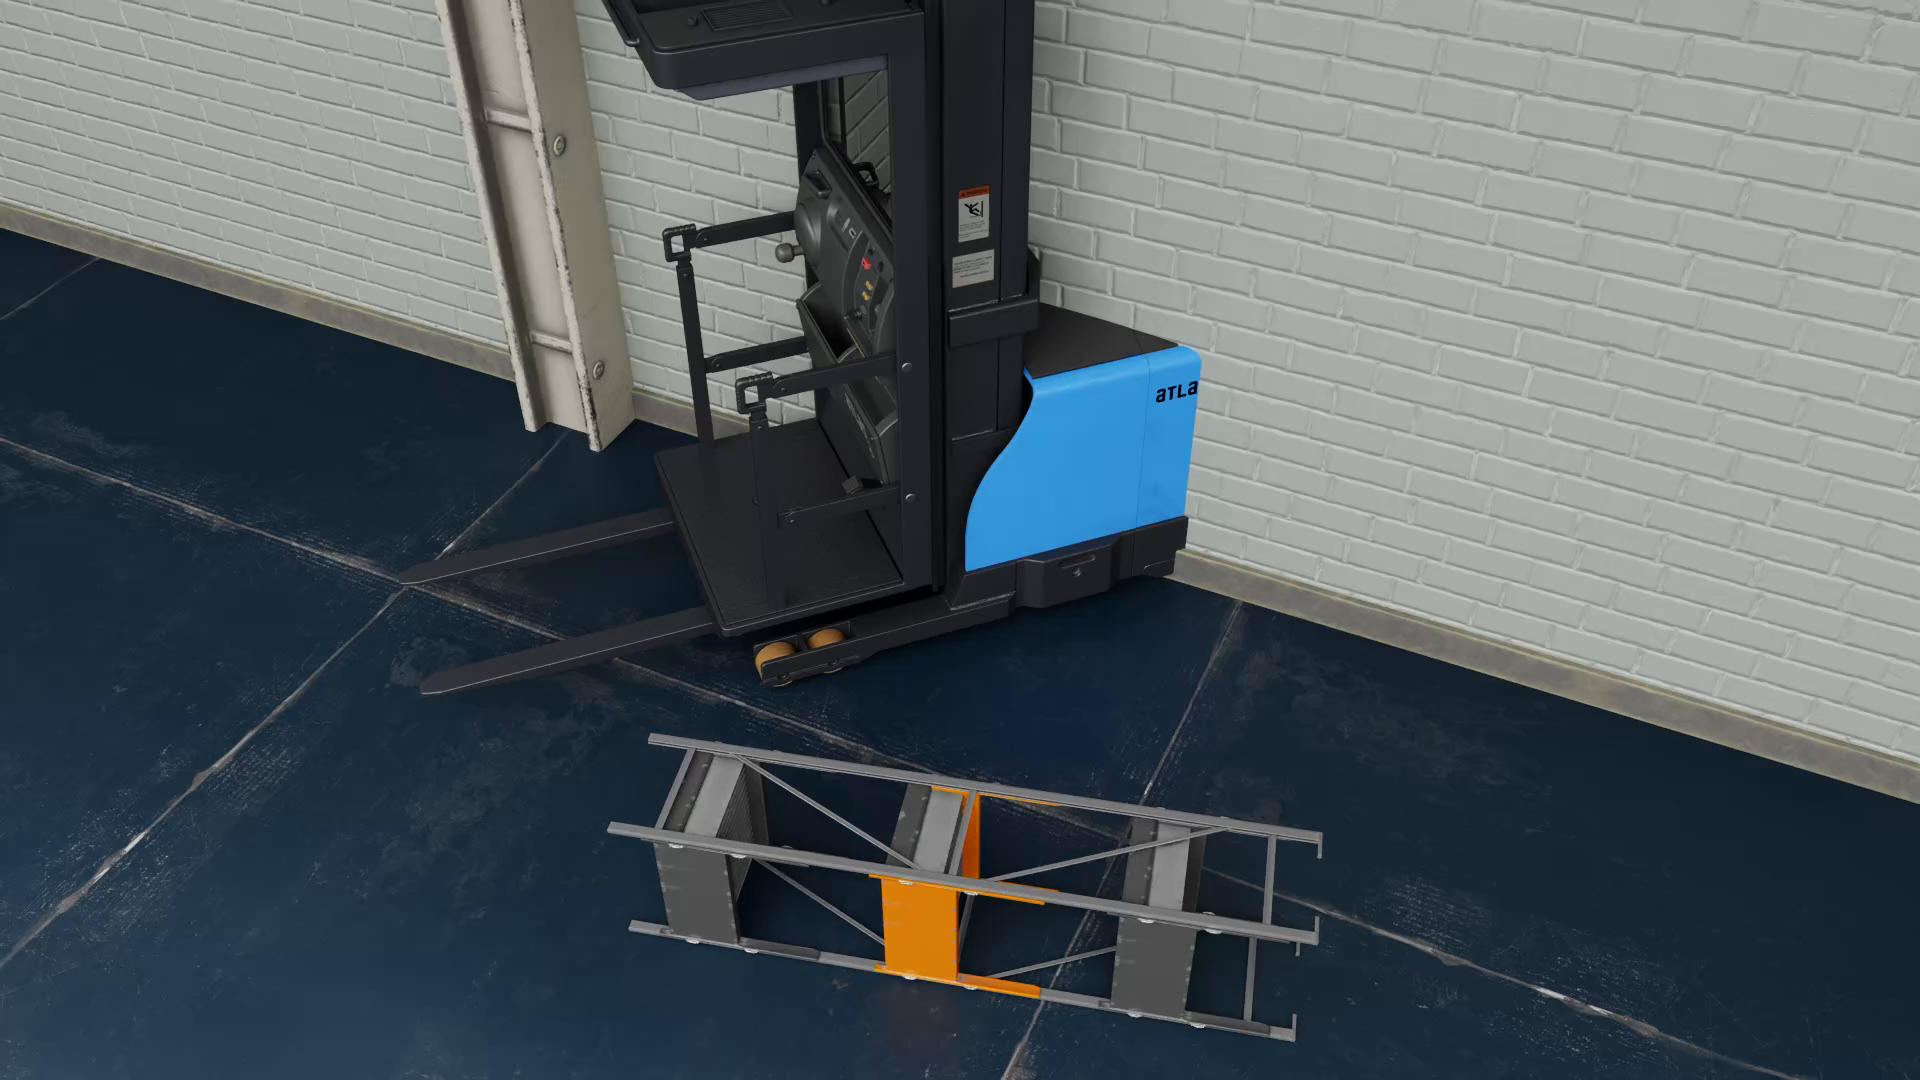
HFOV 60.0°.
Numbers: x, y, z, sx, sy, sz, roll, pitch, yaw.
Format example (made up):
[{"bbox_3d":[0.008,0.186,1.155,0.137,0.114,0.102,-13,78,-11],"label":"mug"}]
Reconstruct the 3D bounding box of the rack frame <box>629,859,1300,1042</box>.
[{"bbox_3d":[0.014,1.244,5.293,2.100,0.015,0.400,7,41,8],"label":"rack frame"}]

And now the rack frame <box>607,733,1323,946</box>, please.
[{"bbox_3d":[0.014,0.875,4.973,2.100,0.015,0.400,7,41,8],"label":"rack frame"}]

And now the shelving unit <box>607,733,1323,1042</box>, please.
[{"bbox_3d":[0.014,1.060,5.133,2.100,0.503,0.431,7,41,8],"label":"shelving unit"}]

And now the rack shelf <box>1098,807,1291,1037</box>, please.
[{"bbox_3d":[0.715,1.149,5.030,0.518,0.480,0.431,7,41,8],"label":"rack shelf"}]

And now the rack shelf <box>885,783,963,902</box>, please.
[{"bbox_3d":[-0.107,1.044,5.151,0.174,0.457,0.368,7,41,8],"label":"rack shelf"}]

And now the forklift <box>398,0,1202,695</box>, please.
[{"bbox_3d":[-0.583,-0.961,5.621,3.031,2.935,1.130,-14,43,-16],"label":"forklift"}]

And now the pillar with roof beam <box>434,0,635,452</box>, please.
[{"bbox_3d":[-3.491,-1.371,1.461,0.400,9.000,9.100,17,44,19],"label":"pillar with roof beam"}]

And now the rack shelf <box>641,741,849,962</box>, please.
[{"bbox_3d":[-0.660,0.974,5.232,0.518,0.480,0.431,7,41,8],"label":"rack shelf"}]
